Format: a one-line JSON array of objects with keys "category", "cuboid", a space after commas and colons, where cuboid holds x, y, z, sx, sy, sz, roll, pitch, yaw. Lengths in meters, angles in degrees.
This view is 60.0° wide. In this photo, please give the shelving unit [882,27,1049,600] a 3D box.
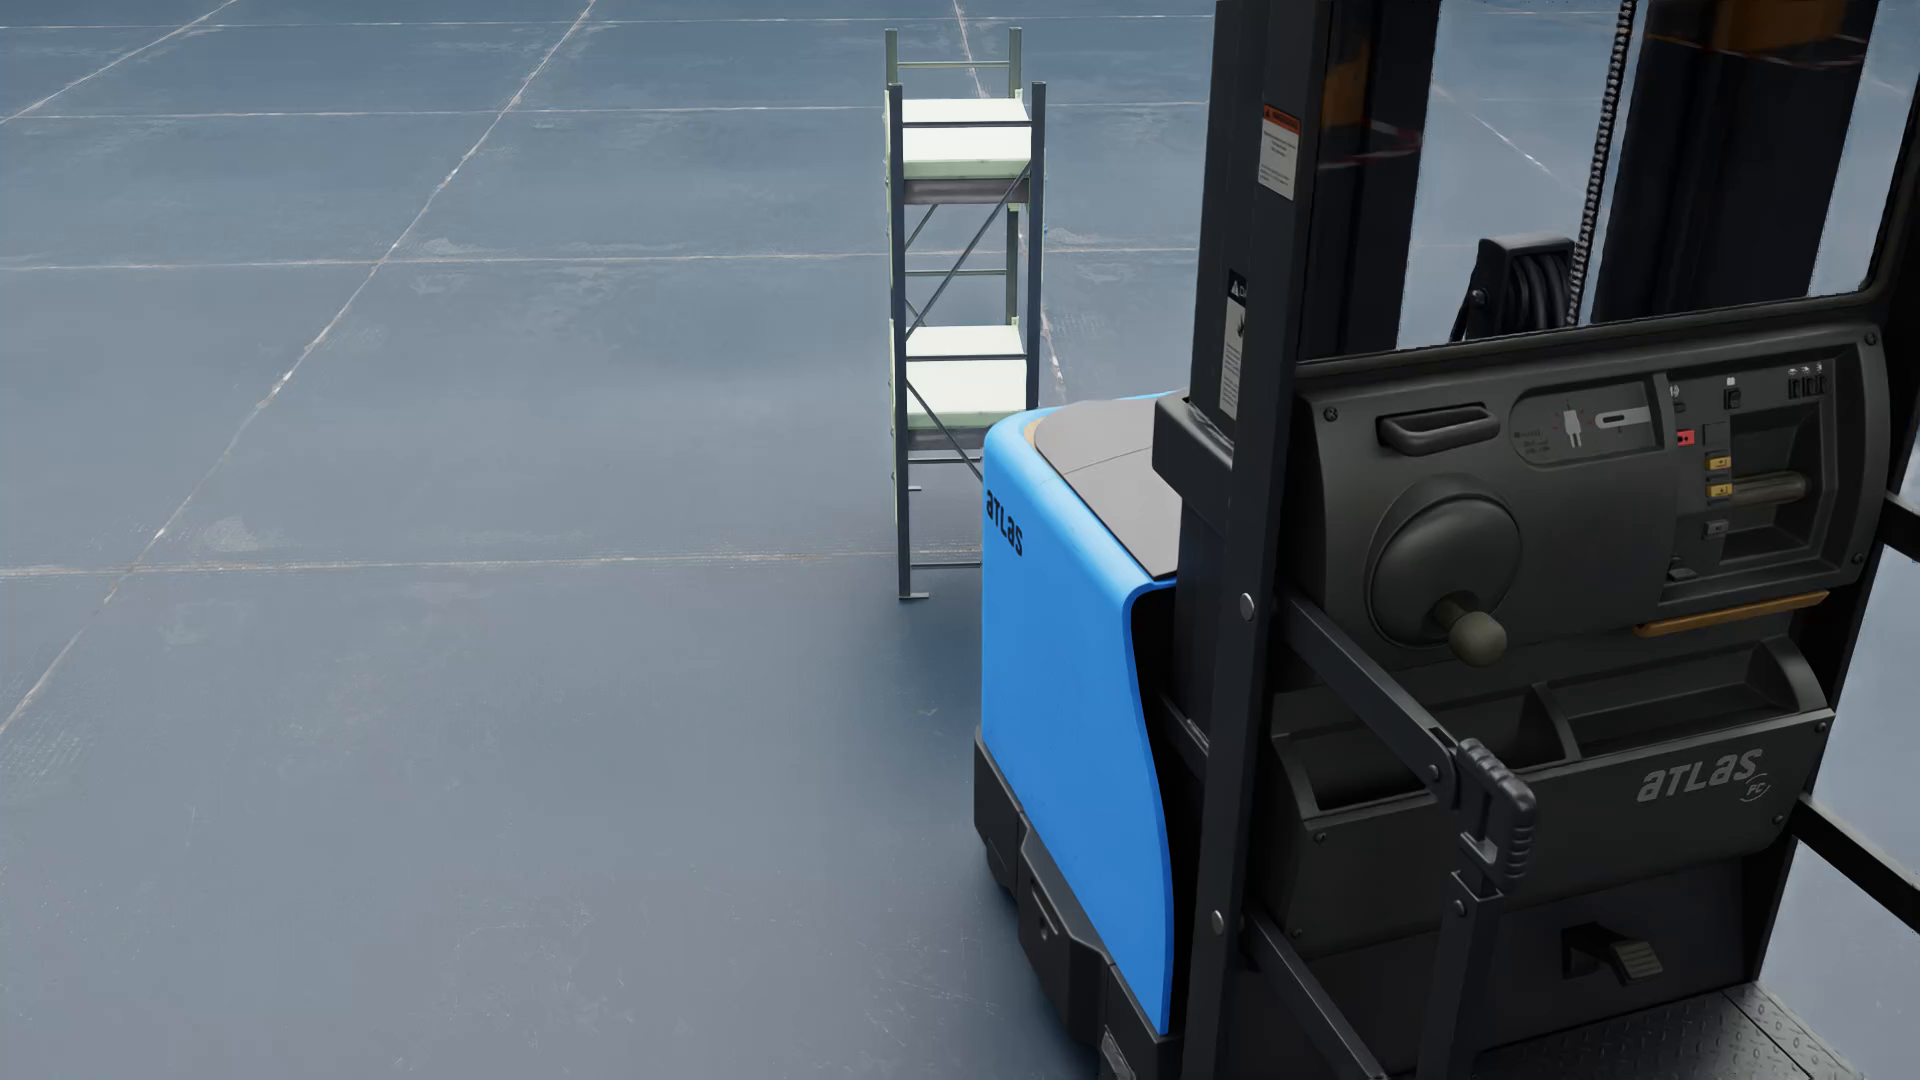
[{"category": "shelving unit", "cuboid": [0.000, -0.668, 4.909, 0.431, 1.500, 0.755, -1, 28, -3]}]

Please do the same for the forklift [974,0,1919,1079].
[{"category": "forklift", "cuboid": [0.977, -0.030, 2.138, 1.130, 2.935, 3.031, -9, 29, -16]}]

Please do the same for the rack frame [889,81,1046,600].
[{"category": "rack frame", "cuboid": [0.019, -0.499, 4.585, 0.400, 1.500, 0.023, -1, 28, -3]}]

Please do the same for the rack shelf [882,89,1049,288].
[{"category": "rack shelf", "cuboid": [0.000, -1.014, 4.729, 0.431, 0.370, 0.720, -1, 28, -3]}]

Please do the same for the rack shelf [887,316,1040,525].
[{"category": "rack shelf", "cuboid": [0.000, -0.379, 5.060, 0.431, 0.370, 0.720, -1, 28, -3]}]

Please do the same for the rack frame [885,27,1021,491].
[{"category": "rack frame", "cuboid": [-0.019, -0.837, 5.233, 0.400, 1.500, 0.023, -1, 28, -3]}]
